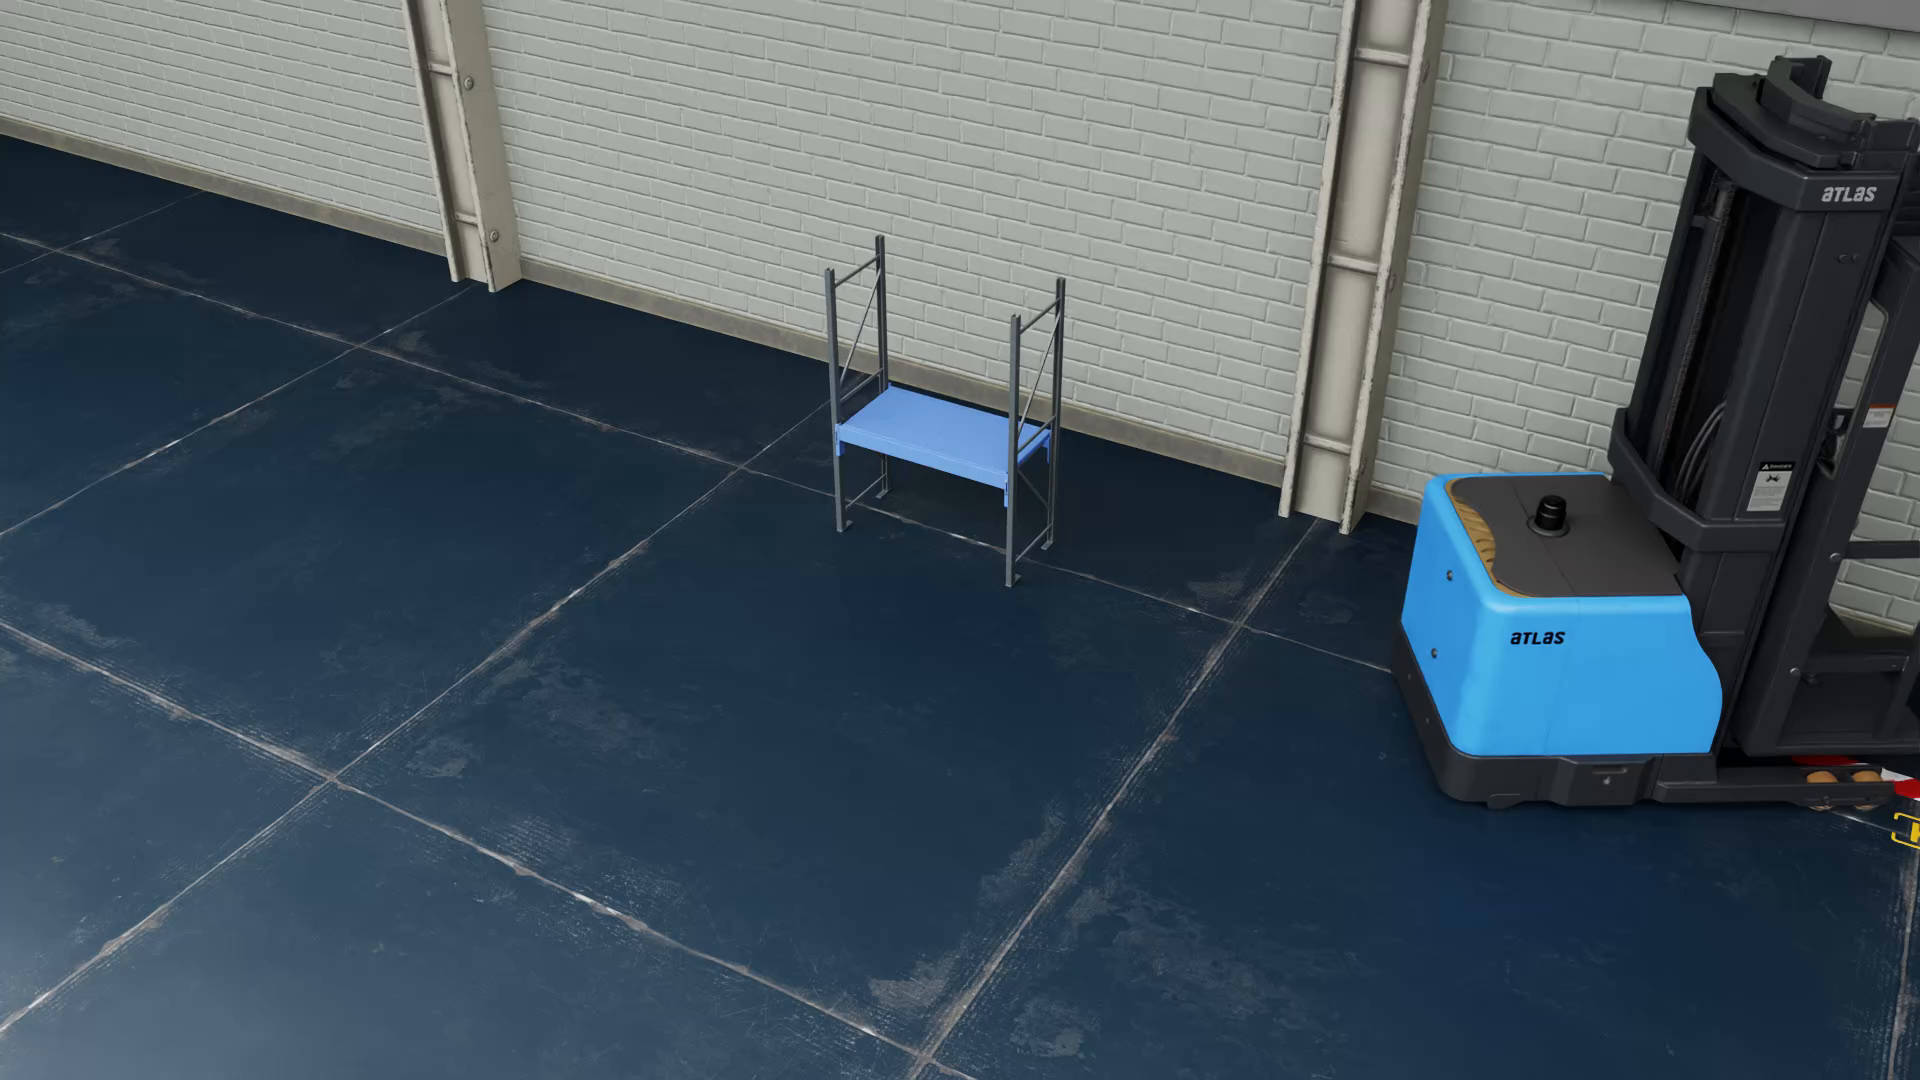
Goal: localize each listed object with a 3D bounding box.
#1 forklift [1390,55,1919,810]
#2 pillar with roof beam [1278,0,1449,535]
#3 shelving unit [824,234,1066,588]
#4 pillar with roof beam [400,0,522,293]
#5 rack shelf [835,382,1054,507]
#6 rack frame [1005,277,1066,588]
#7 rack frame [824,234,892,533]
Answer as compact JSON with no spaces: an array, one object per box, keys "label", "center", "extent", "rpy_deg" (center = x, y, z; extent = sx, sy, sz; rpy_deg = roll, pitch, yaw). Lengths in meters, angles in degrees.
[{"label":"forklift","center":[3.535,-0.372,6.665],"extent":[3.031,2.935,1.130],"rpy_deg":[-1,34,-1]},{"label":"pillar with roof beam","center":[-0.176,-1.828,3.376],"extent":[0.400,9.000,9.100],"rpy_deg":[18,37,24]},{"label":"shelving unit","center":[-0.074,-0.648,8.370],"extent":[1.048,1.500,0.538],"rpy_deg":[18,37,24]},{"label":"pillar with roof beam","center":[-5.386,-3.478,5.854],"extent":[0.400,9.000,9.100],"rpy_deg":[18,37,24]},{"label":"rack shelf","center":[-0.074,-0.498,8.469],"extent":[1.000,0.185,0.538],"rpy_deg":[18,37,24]},{"label":"rack frame","center":[0.367,-0.508,8.160],"extent":[0.032,1.500,0.500],"rpy_deg":[18,37,24]},{"label":"rack frame","center":[-0.515,-0.788,8.579],"extent":[0.032,1.500,0.500],"rpy_deg":[18,37,24]}]
